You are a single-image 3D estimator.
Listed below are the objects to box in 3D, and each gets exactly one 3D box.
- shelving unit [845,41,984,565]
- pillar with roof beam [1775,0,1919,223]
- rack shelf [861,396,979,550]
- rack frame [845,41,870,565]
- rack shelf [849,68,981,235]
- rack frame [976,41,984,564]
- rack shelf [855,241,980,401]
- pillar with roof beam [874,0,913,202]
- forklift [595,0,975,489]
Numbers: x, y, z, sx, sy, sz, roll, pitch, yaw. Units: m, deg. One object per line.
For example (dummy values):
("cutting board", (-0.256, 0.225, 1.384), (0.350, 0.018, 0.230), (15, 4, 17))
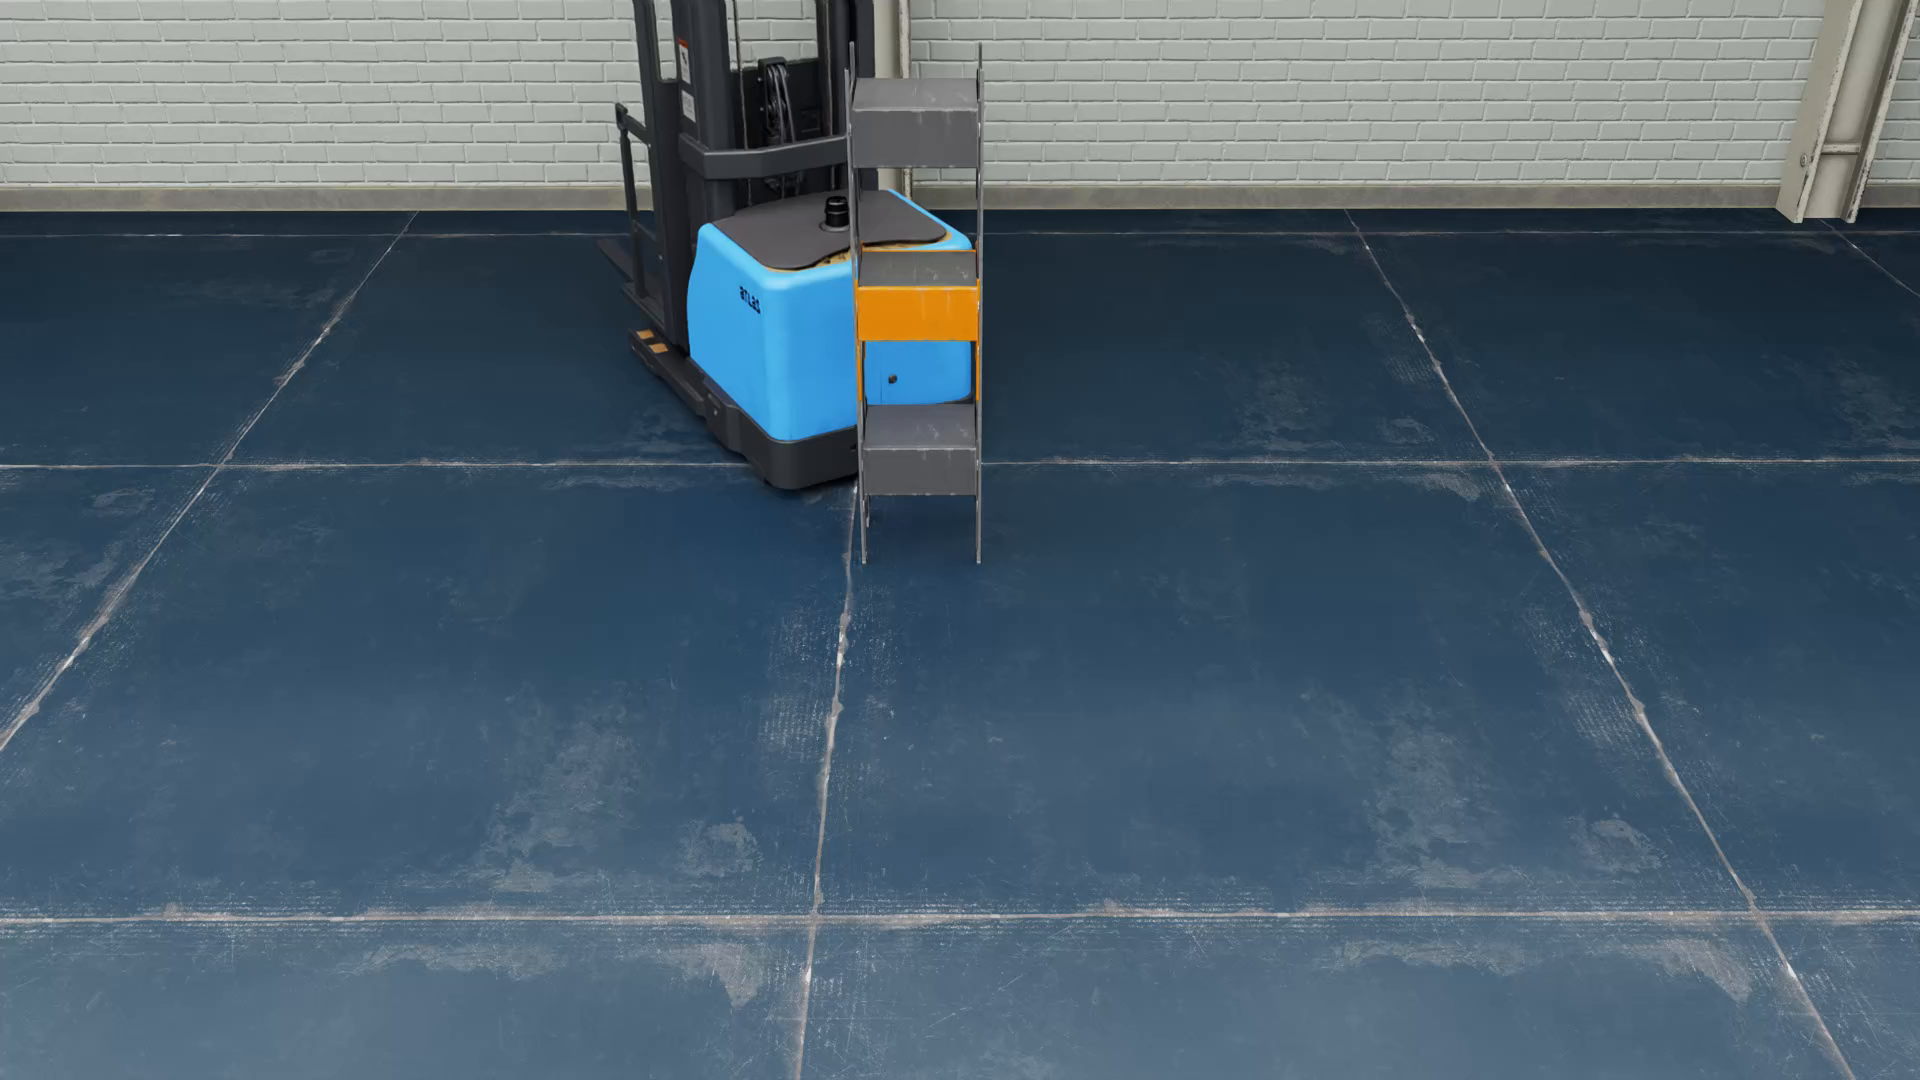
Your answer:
("shelving unit", (-0.166, -0.897, 6.705), (0.503, 2.100, 0.431), (0, 31, 0))
("pillar with roof beam", (5.525, -3.712, 4.693), (0.400, 9.000, 9.100), (0, 31, 0))
("rack shelf", (-0.166, -0.287, 7.075), (0.480, 0.518, 0.431), (0, 31, 0))
("rack frame", (-0.410, -0.896, 6.703), (0.015, 2.100, 0.400), (0, 31, 0))
("rack shelf", (-0.166, -1.484, 6.348), (0.480, 0.518, 0.431), (0, 31, 0))
("rack frame", (0.078, -0.898, 6.706), (0.015, 2.100, 0.400), (0, 31, 0))
("rack shelf", (-0.166, -0.886, 6.712), (0.480, 0.518, 0.431), (0, 31, 0))
("pillar with roof beam", (-0.475, -3.694, 4.663), (0.400, 9.000, 9.100), (0, 31, 0))
("forklift", (-1.094, -2.217, 8.078), (1.130, 2.935, 3.031), (-16, 35, -25))
